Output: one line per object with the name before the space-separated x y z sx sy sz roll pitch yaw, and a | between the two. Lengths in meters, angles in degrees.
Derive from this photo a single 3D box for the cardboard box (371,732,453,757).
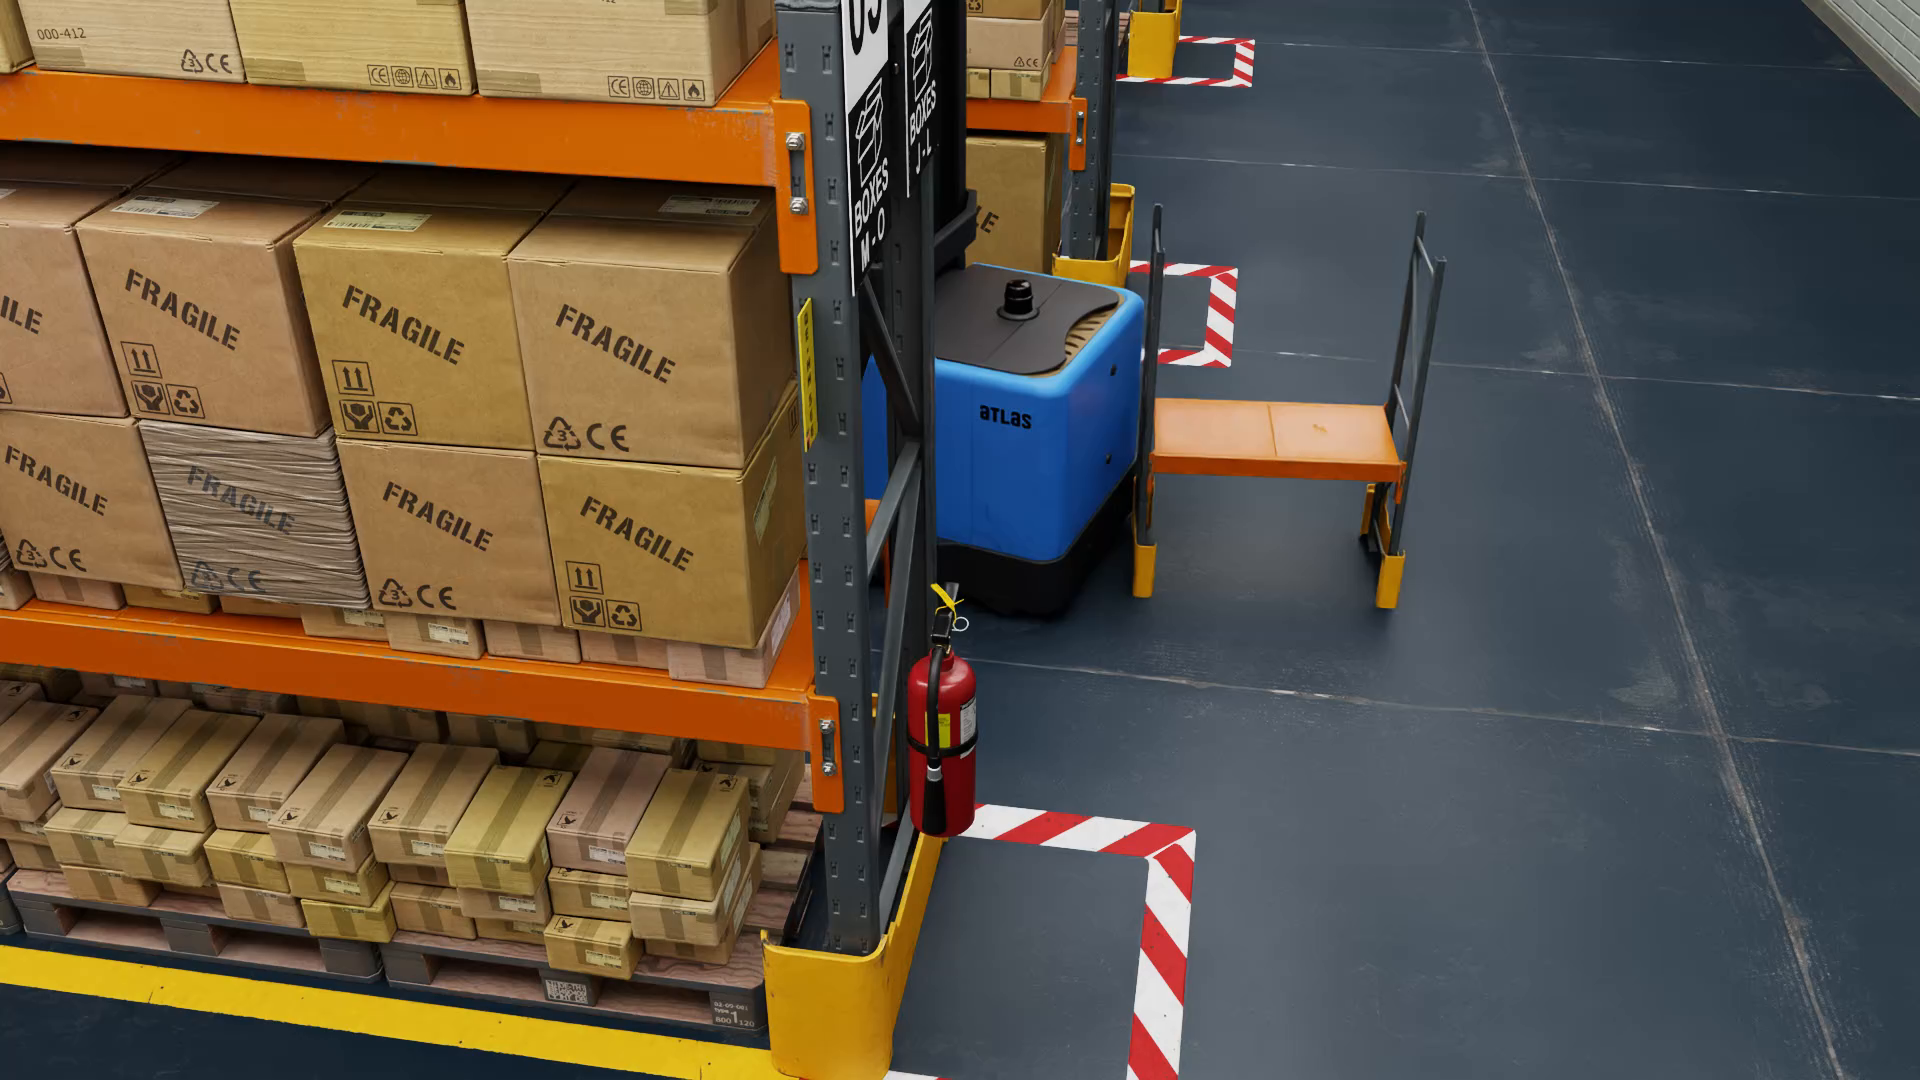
cardboard box | -1.718 0.622 5.440 0.250 0.149 0.380 4 32 6

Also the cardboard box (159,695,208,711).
cardboard box | -2.513 0.544 5.565 0.250 0.149 0.380 4 32 6

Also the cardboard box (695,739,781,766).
cardboard box | -0.675 0.535 5.298 0.250 0.149 0.380 4 32 6

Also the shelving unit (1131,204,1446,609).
shelving unit | 1.274 -0.530 6.684 1.083 1.500 0.587 2 32 4

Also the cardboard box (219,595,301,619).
cardboard box | -1.839 0.046 4.586 0.250 0.149 0.380 4 32 6

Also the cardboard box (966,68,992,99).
cardboard box | 0.056 -2.379 8.460 0.250 0.149 0.380 6 32 9

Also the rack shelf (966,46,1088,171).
rack shelf | -1.253 -2.477 9.058 4.000 0.370 1.077 5 32 8

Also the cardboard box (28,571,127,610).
cardboard box | -2.356 0.019 4.629 0.250 0.149 0.380 6 33 10

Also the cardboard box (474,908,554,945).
cardboard box | -1.286 1.036 5.060 0.250 0.149 0.380 5 32 8

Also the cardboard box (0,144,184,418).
cardboard box | -2.244 -0.654 4.150 0.500 0.500 0.500 4 32 7

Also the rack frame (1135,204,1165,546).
rack frame | 0.758 -0.552 6.719 0.032 1.500 0.500 2 32 4

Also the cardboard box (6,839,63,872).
cardboard box | -2.808 0.877 5.314 0.250 0.149 0.380 4 32 6

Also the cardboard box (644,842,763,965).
cardboard box | -0.770 1.074 4.998 0.250 0.149 0.380 6 32 9

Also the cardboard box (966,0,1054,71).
cardboard box | 0.196 -2.570 8.390 0.500 0.250 0.500 5 32 7

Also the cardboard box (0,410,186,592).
cardboard box | -2.200 -0.231 4.417 0.500 0.500 0.500 7 33 11

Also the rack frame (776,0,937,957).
rack frame | -0.216 -0.018 4.452 0.127 3.000 1.000 5 32 8

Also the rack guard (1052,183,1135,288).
rack guard | 0.742 -1.542 9.242 0.348 0.500 1.175 5 32 8

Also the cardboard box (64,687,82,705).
cardboard box | -3.028 0.497 5.640 0.250 0.149 0.380 5 32 9

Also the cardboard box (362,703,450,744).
cardboard box | -1.724 0.476 5.393 0.250 0.149 0.380 6 33 10

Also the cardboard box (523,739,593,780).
cardboard box | -1.205 0.675 5.355 0.250 0.149 0.380 6 32 9

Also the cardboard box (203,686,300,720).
cardboard box | -2.239 0.456 5.425 0.250 0.149 0.380 5 32 8

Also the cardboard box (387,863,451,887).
cardboard box | -1.544 0.865 5.052 0.250 0.149 0.380 5 32 8

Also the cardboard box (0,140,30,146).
cardboard box | -2.637 -0.971 4.657 0.500 0.500 0.500 6 33 9

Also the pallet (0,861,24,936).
pallet | -3.491 0.848 5.696 1.213 0.211 1.003 5 32 8

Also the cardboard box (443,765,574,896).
cardboard box | -1.295 0.836 4.818 0.250 0.149 0.380 4 32 7

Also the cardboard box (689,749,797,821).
cardboard box | -0.689 0.705 5.307 0.250 0.149 0.380 6 33 10

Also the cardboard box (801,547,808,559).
cardboard box | -0.480 -0.112 4.839 0.250 0.149 0.380 5 32 8

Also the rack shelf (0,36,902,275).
rack shelf | -2.187 -1.163 4.132 4.000 0.370 1.077 5 32 8

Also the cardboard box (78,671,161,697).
cardboard box | -2.734 0.359 5.580 0.250 0.149 0.380 4 32 6

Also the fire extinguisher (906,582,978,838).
fire extinguisher | -0.045 0.436 4.150 0.183 0.674 0.296 5 32 8

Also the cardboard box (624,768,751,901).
cardboard box | -0.780 0.845 4.803 0.250 0.149 0.380 6 32 9

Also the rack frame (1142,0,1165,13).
rack frame | 1.552 -5.194 12.721 0.127 3.000 1.000 5 32 8

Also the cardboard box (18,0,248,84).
cardboard box | -1.699 -1.221 3.688 0.500 0.250 0.500 7 33 10

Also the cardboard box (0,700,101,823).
cardboard box | -2.837 0.671 5.081 0.250 0.149 0.380 6 33 9

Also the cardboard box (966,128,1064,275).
cardboard box | 0.074 -1.896 9.059 0.875 0.875 0.875 5 32 8

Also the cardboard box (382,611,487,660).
cardboard box | -1.328 0.140 4.436 0.250 0.149 0.380 6 33 10

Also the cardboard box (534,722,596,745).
cardboard box | -1.194 0.484 5.380 0.250 0.149 0.380 5 32 8

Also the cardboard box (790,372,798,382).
cardboard box | -0.612 -0.371 4.642 0.500 0.500 0.500 7 33 11

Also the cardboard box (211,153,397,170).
cardboard box | -1.621 -0.889 4.527 0.500 0.500 0.500 4 32 7

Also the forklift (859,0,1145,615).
forklift | -0.784 -1.455 6.812 3.031 2.935 1.130 14 35 21

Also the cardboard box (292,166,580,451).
cardboard box | -1.208 -0.567 4.011 0.500 0.500 0.500 4 32 7

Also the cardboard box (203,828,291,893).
cardboard box | -2.059 0.871 5.043 0.250 0.149 0.380 7 33 11

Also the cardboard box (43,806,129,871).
cardboard box | -2.573 0.825 5.115 0.250 0.149 0.380 5 32 8

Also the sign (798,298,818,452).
sign | -0.329 -0.355 3.600 0.005 0.325 0.100 5 32 8

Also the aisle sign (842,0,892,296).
aisle sign | -0.194 -0.957 3.501 0.004 0.787 0.394 5 32 8

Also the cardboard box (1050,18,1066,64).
cardboard box | 0.424 -2.701 8.975 0.250 0.149 0.380 6 32 9

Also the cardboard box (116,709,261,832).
cardboard box | -2.318 0.695 5.043 0.250 0.149 0.380 5 32 8

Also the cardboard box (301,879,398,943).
cardboard box | -1.794 1.030 5.068 0.250 0.149 0.380 4 32 6

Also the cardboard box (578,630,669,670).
cardboard box | -0.823 0.165 4.396 0.250 0.149 0.380 5 32 8

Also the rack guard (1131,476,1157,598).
rack guard | 0.777 -0.022 7.049 0.087 0.250 0.587 2 32 4

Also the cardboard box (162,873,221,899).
cardboard box | -2.296 0.934 5.222 0.250 0.149 0.380 6 33 10

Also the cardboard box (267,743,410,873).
cardboard box | -1.813 0.785 4.899 0.250 0.149 0.380 6 33 10

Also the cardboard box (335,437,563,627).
cardboard box | -1.209 -0.141 4.273 0.500 0.500 0.500 5 32 7

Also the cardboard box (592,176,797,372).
cardboard box | -0.613 -0.790 4.367 0.500 0.500 0.500 5 32 8

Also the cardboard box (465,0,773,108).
cardboard box | -0.708 -1.128 3.540 0.500 0.250 0.500 5 32 7

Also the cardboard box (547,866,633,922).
cardboard box | -1.032 0.937 4.937 0.250 0.149 0.380 4 32 7

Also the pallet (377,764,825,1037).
pallet | -1.085 1.066 5.348 1.213 0.211 1.003 5 32 8
